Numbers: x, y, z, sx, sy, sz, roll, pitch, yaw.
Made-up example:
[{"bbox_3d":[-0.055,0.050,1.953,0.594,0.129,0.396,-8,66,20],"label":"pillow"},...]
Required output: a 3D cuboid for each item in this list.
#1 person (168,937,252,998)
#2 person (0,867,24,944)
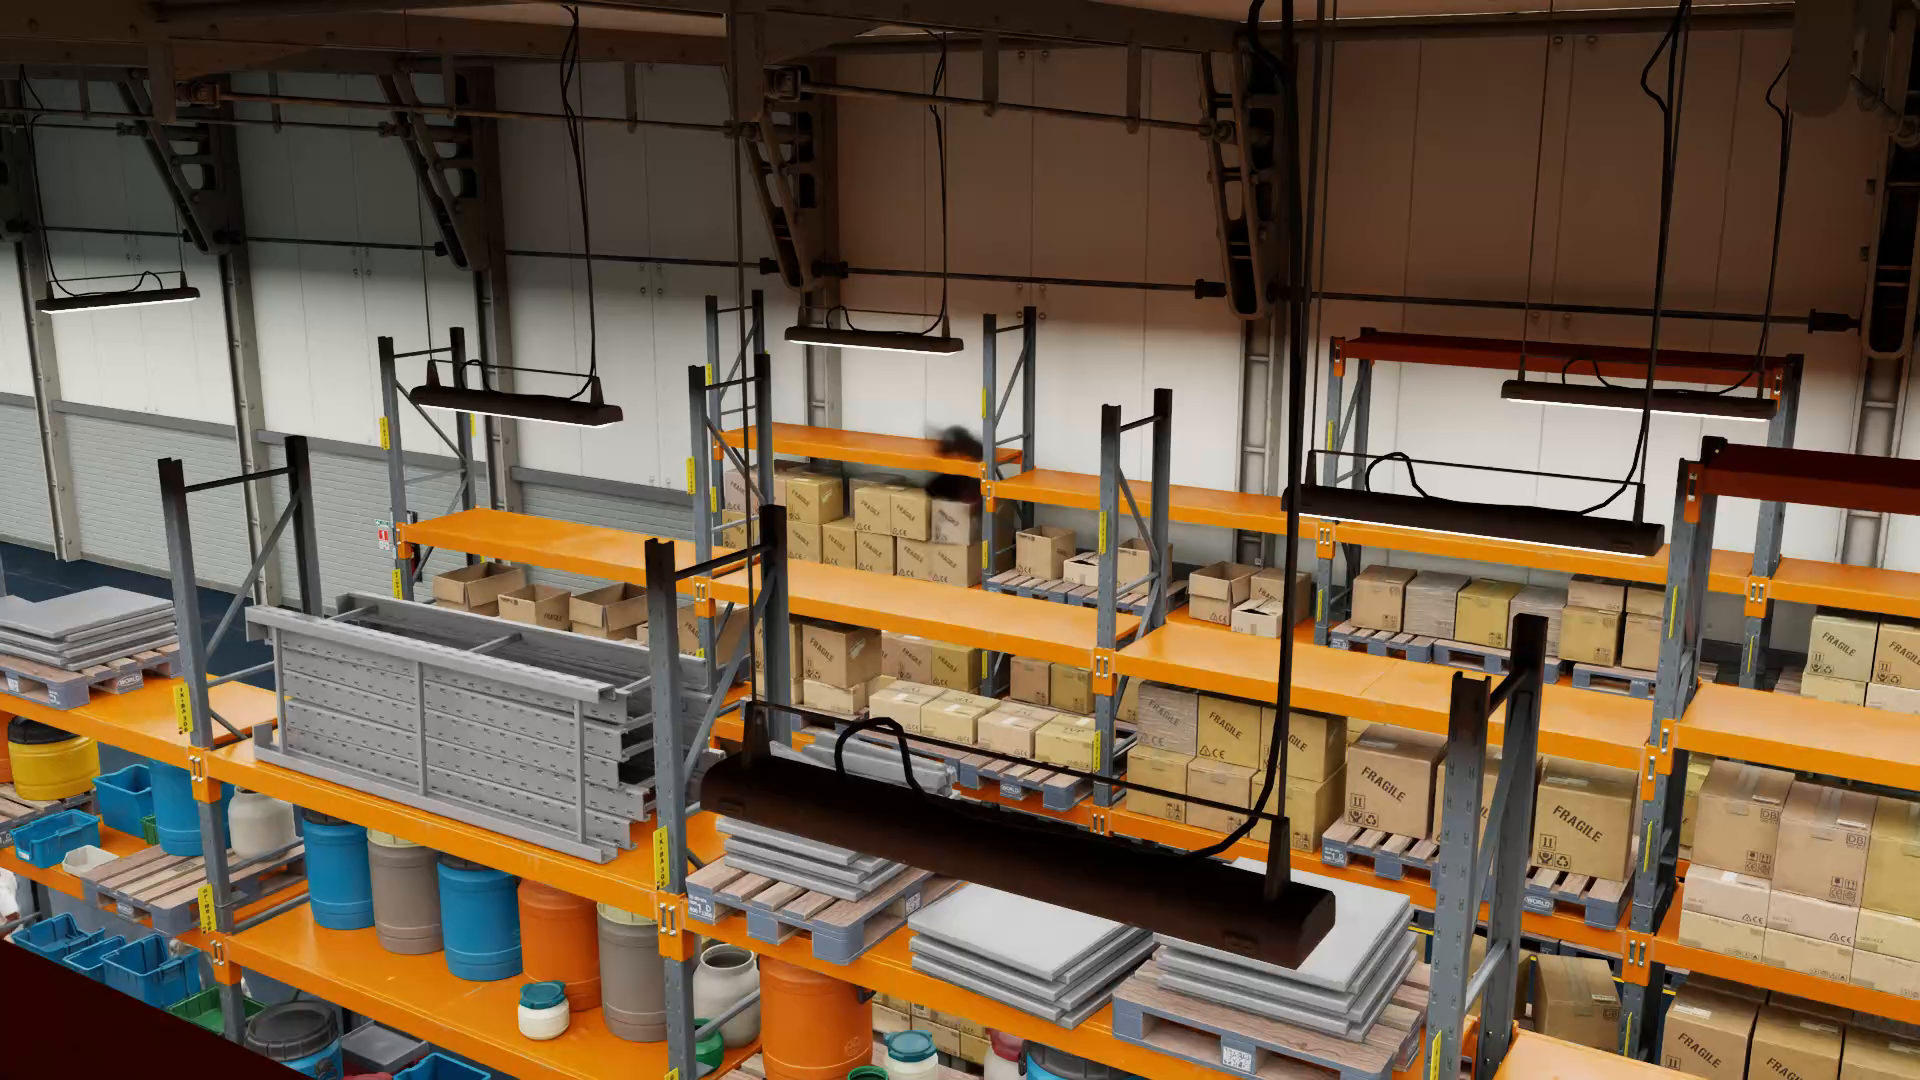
[{"bbox_3d":[-6.925,3.591,15.095,0.674,1.779,0.718,6,15,23],"label":"person"},{"bbox_3d":[-8.623,3.602,15.077,0.833,1.756,0.710,-5,15,-19],"label":"person"}]
